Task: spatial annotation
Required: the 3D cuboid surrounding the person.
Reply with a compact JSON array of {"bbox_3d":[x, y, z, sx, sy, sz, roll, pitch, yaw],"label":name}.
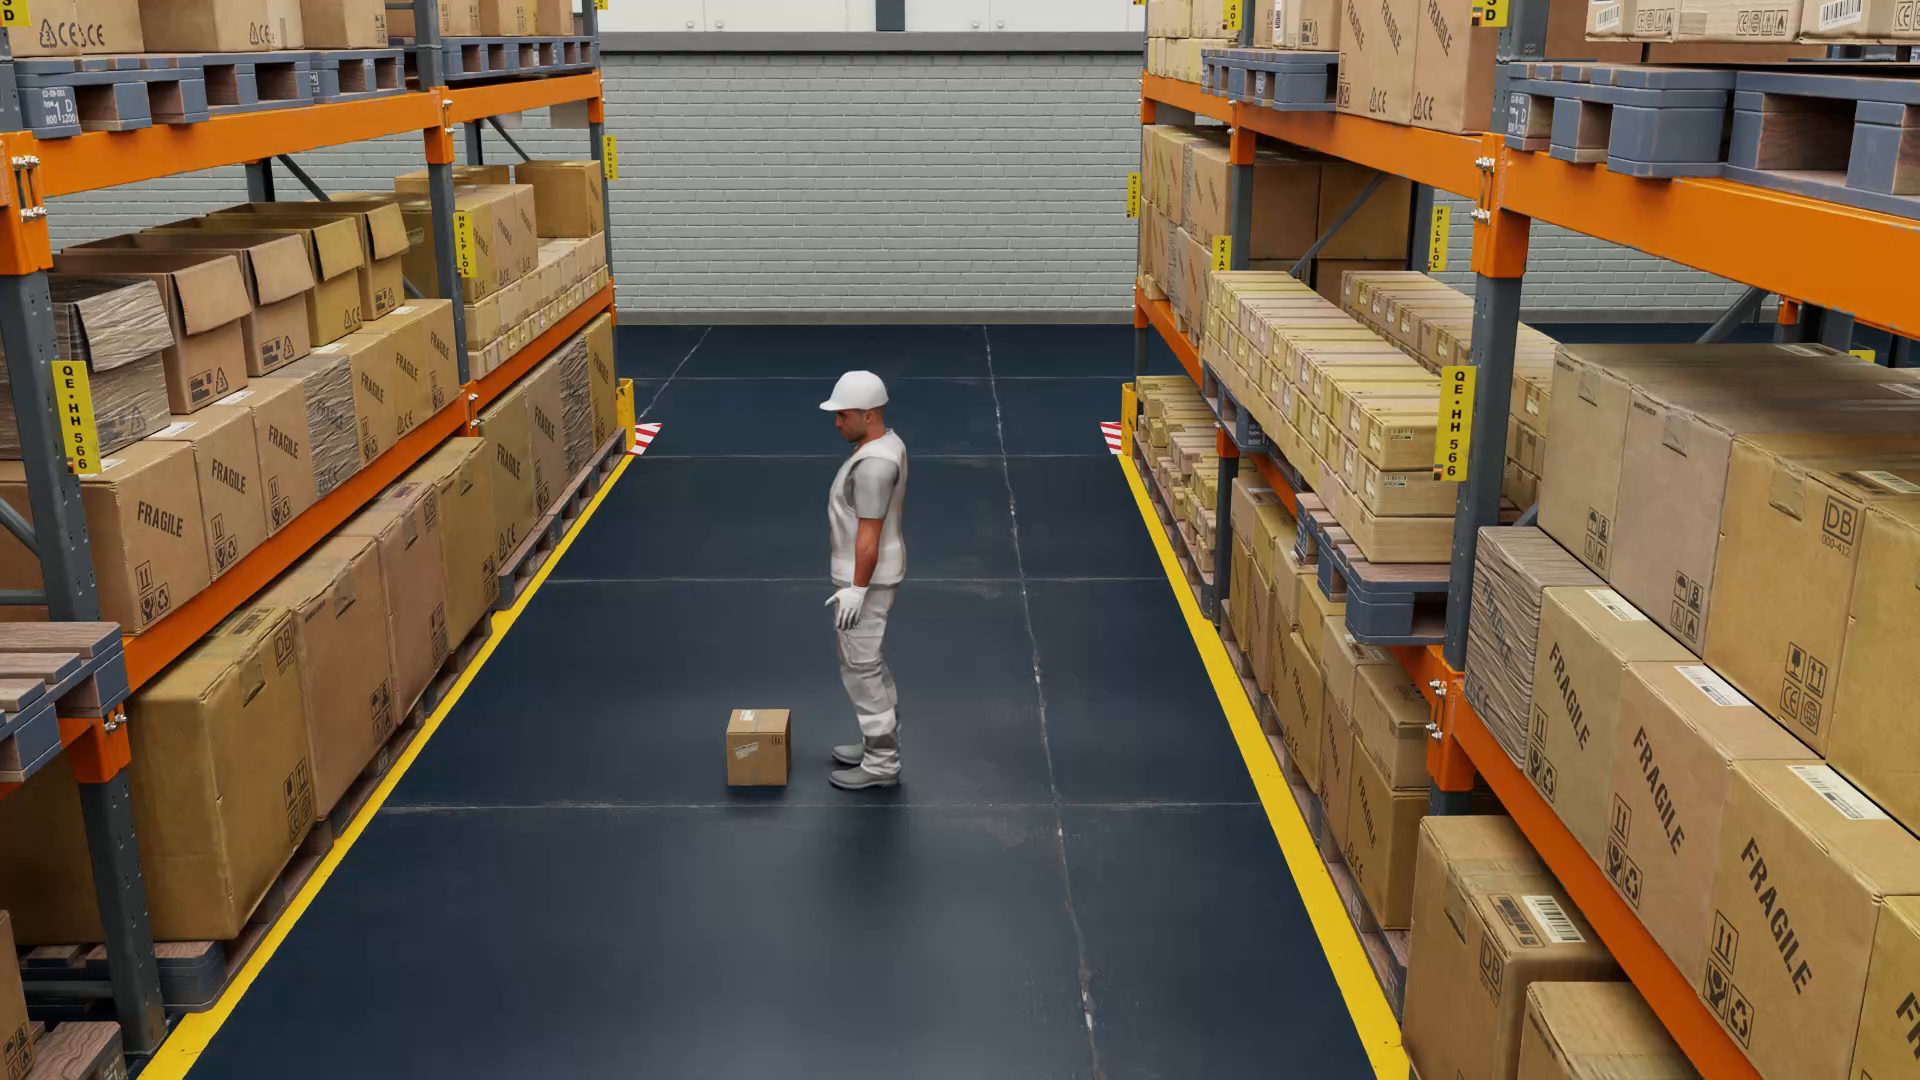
[{"bbox_3d":[-0.392,0.169,6.963,0.351,1.777,0.528,0,17,0],"label":"person"}]
